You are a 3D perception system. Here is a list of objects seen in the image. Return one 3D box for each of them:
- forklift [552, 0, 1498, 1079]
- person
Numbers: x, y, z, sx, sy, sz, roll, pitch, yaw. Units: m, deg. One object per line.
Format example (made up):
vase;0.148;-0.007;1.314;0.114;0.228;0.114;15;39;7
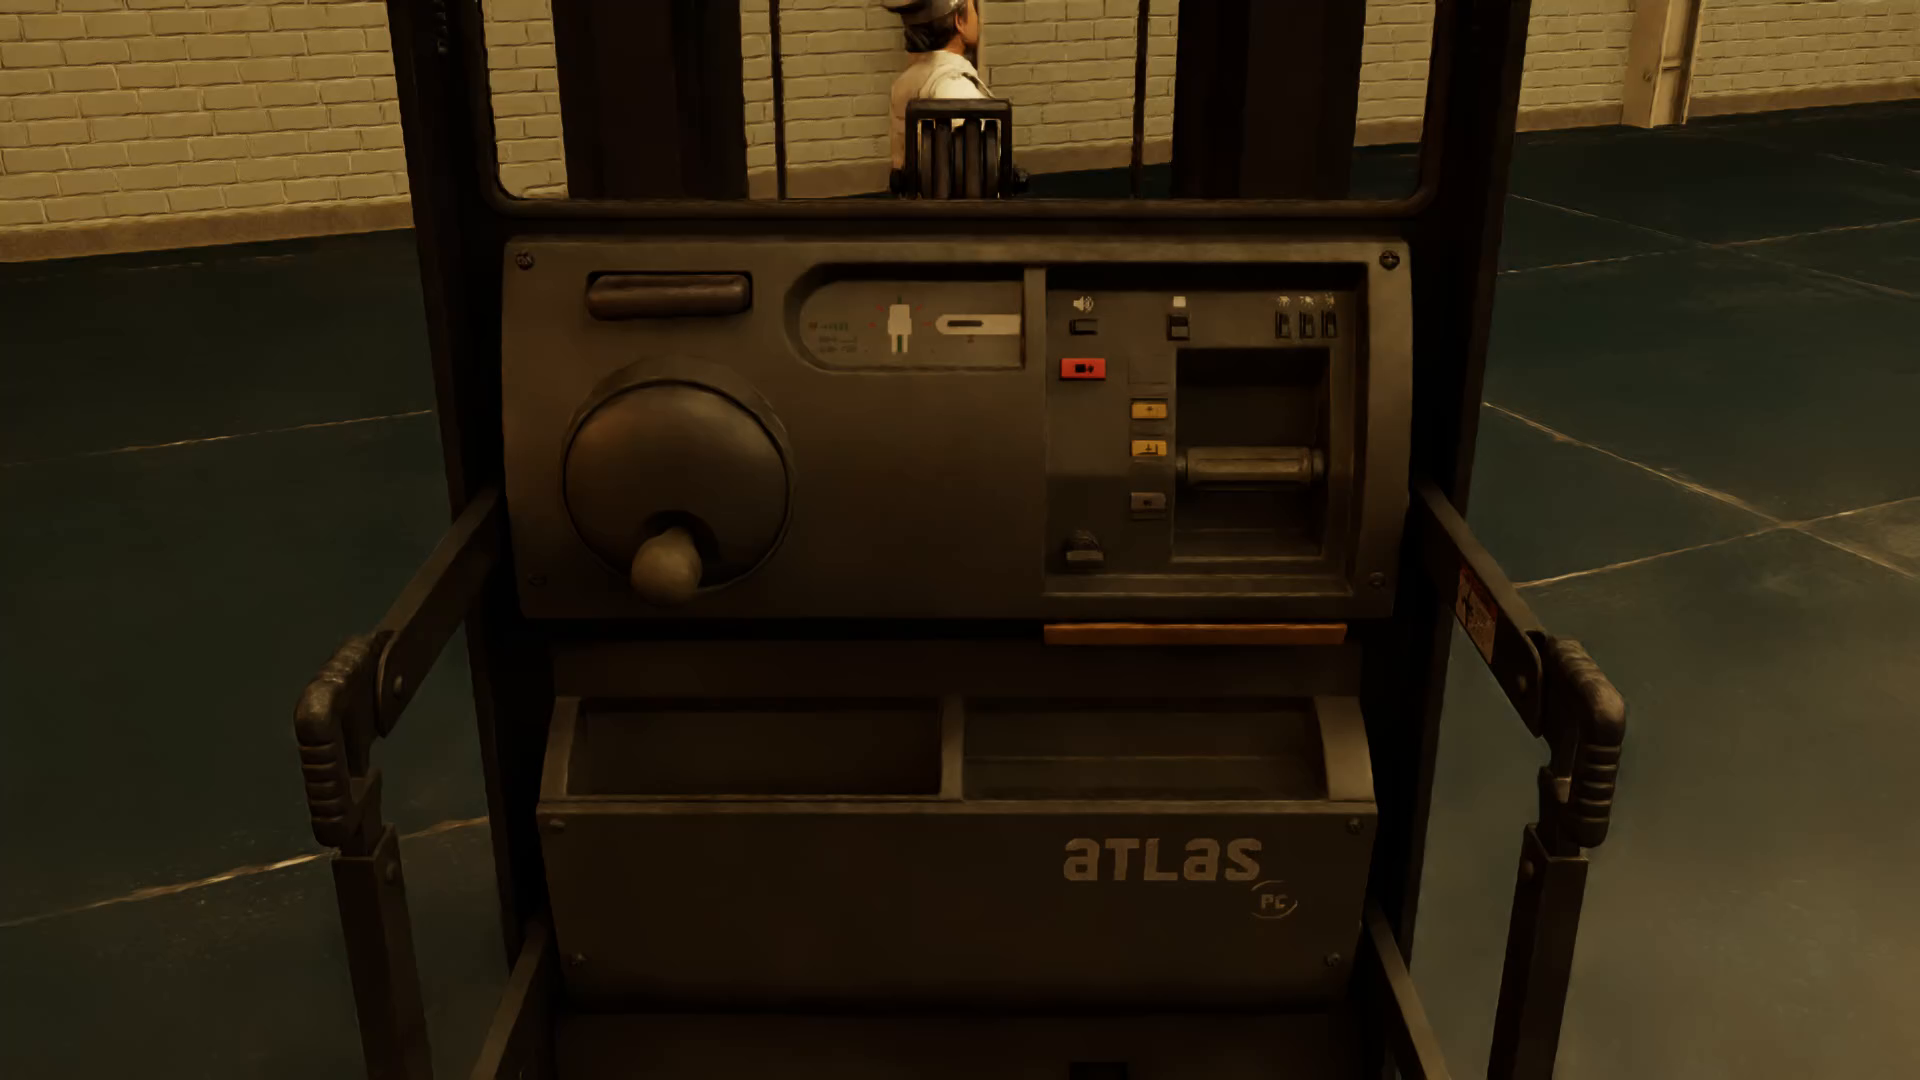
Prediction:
forklift;-0.001;-0.277;2.037;1.129;2.867;1.939;0;23;0
person;0.083;-0.777;4.806;0.500;1.651;0.568;-10;25;-23
